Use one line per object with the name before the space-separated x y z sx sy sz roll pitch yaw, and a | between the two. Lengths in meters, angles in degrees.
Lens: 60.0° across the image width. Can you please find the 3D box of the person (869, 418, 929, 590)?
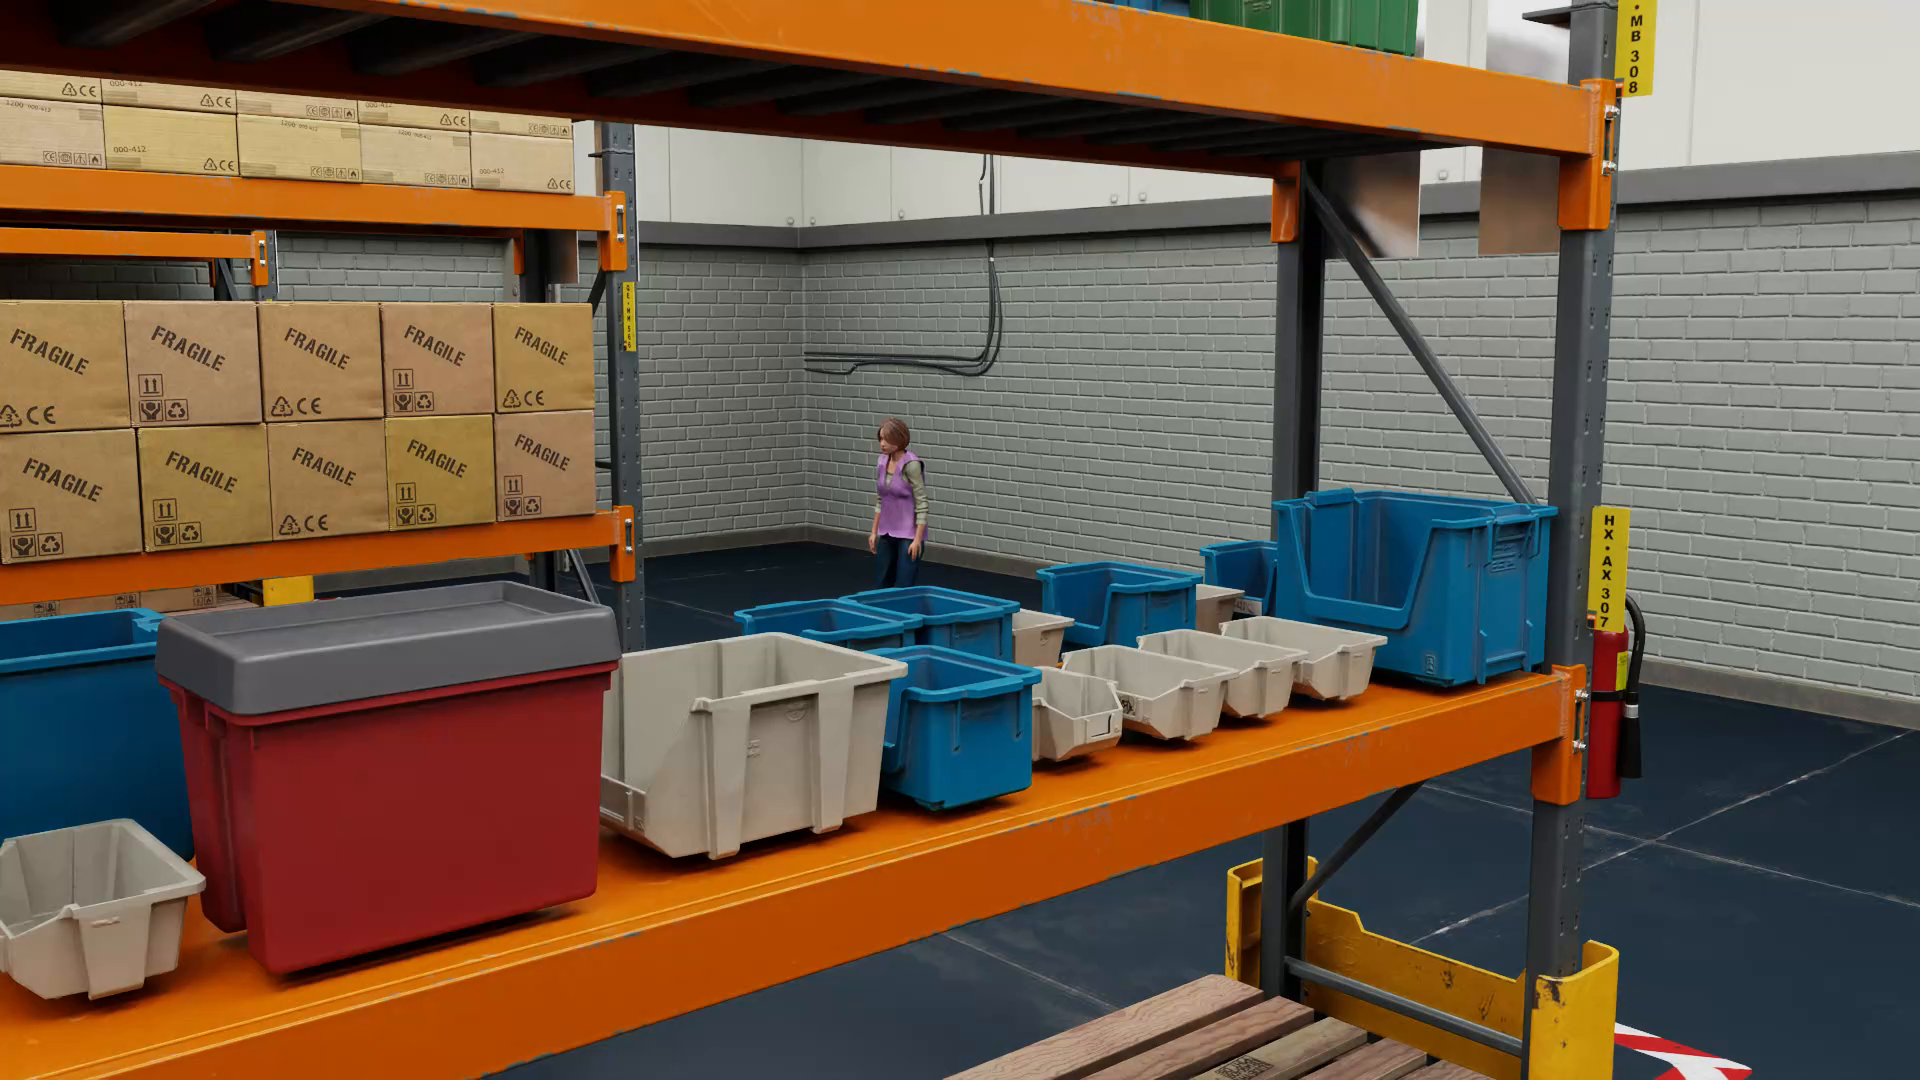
person | -0.397 0.002 10.817 0.340 1.594 0.483 -7 11 -43
